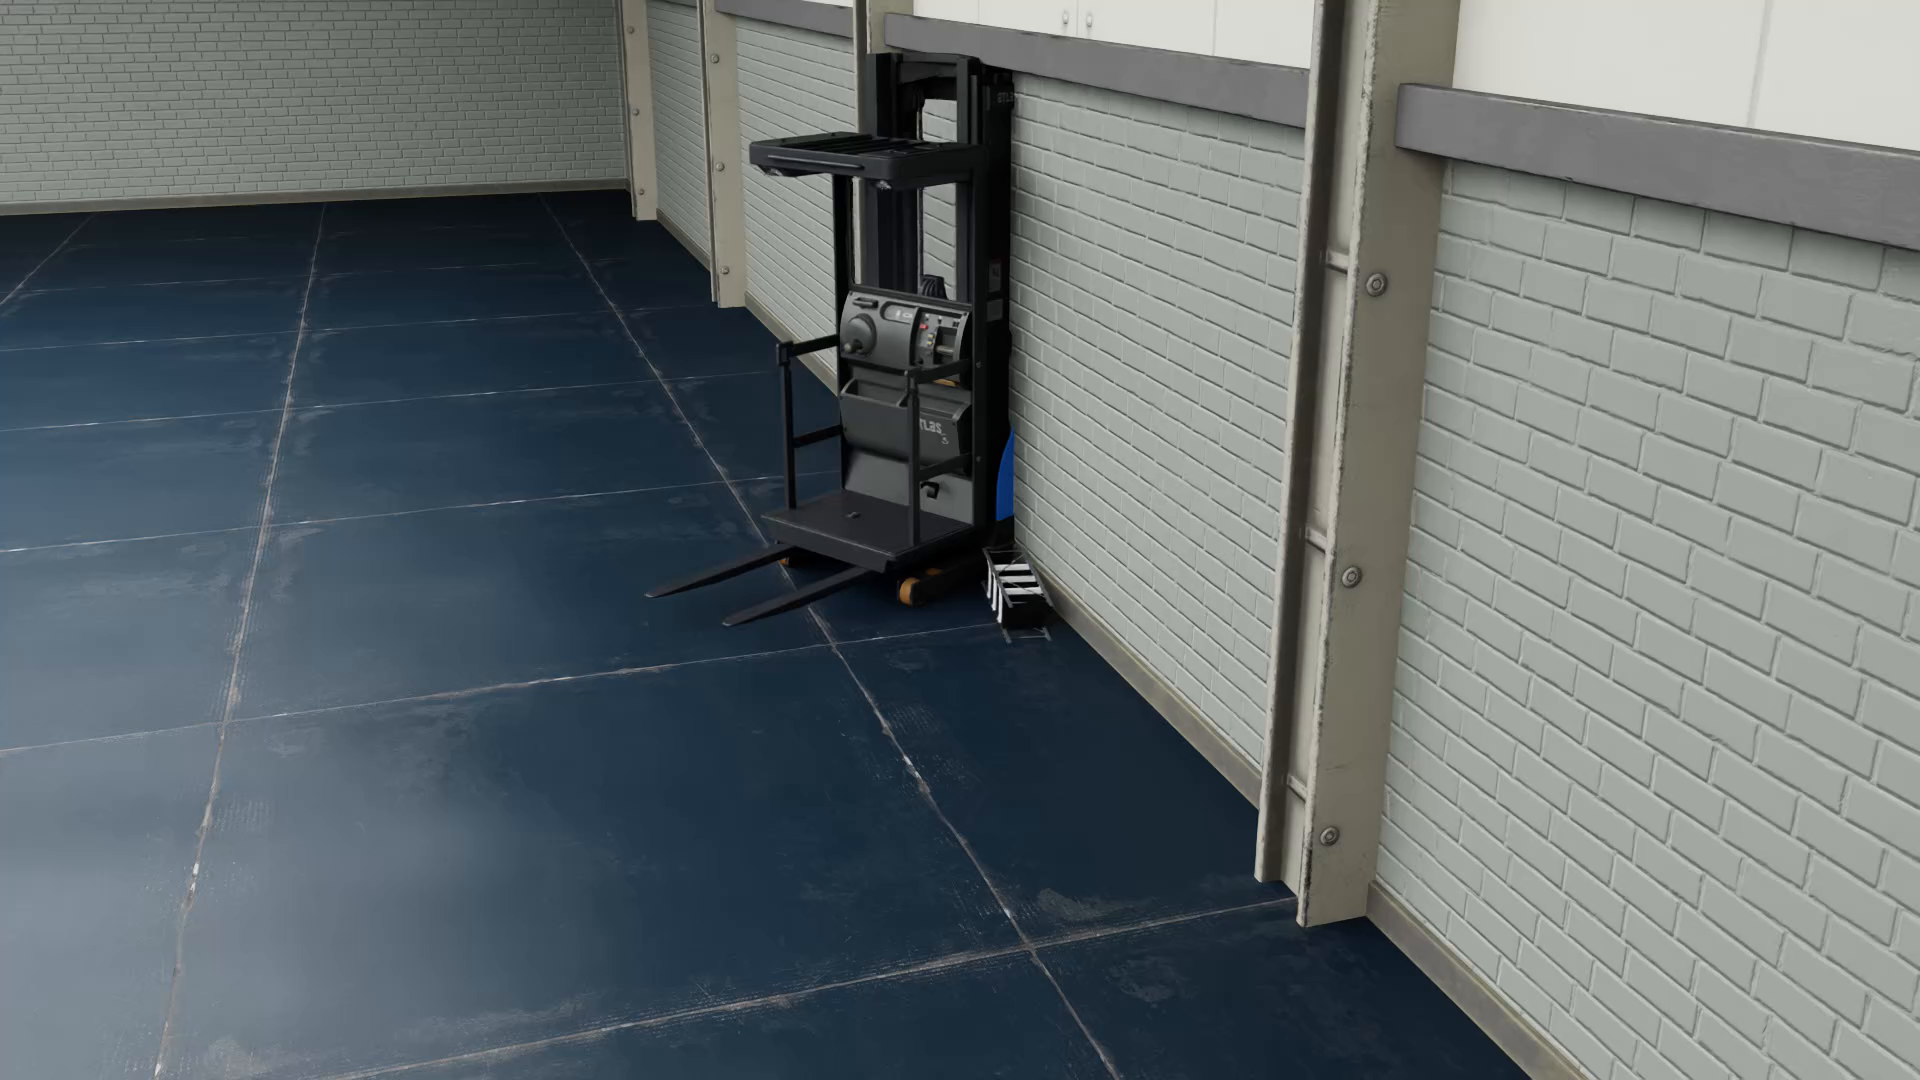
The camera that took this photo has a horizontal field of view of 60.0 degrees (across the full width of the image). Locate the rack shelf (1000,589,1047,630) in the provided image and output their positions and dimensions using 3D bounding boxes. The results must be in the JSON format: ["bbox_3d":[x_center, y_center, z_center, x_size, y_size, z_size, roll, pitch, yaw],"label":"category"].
[{"bbox_3d":[0.346,0.376,9.047,0.258,0.200,0.077,-2,20,-8],"label":"rack shelf"}]

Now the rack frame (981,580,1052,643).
[{"bbox_3d":[0.309,0.390,9.301,0.240,0.006,0.900,-2,20,-8],"label":"rack frame"}]

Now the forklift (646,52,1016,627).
[{"bbox_3d":[-0.459,-1.193,9.402,1.130,2.935,3.031,16,25,37],"label":"forklift"}]

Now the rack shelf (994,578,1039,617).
[{"bbox_3d":[0.319,0.314,9.214,0.258,0.200,0.077,-2,20,-8],"label":"rack shelf"}]

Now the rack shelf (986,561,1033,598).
[{"bbox_3d":[0.279,0.221,9.464,0.258,0.200,0.077,-2,20,-8],"label":"rack shelf"}]

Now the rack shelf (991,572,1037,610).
[{"bbox_3d":[0.306,0.283,9.297,0.258,0.200,0.077,-2,20,-8],"label":"rack shelf"}]

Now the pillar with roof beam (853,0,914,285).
[{"bbox_3d":[-4.586,-4.310,9.104,9.100,9.000,0.400,-6,21,-17],"label":"pillar with roof beam"}]

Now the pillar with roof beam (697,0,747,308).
[{"bbox_3d":[-6.472,-6.236,14.465,9.100,9.000,0.400,-6,21,-17],"label":"pillar with roof beam"}]

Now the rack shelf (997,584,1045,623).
[{"bbox_3d":[0.333,0.345,9.130,0.258,0.200,0.077,-2,20,-8],"label":"rack shelf"}]

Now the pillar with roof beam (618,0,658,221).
[{"bbox_3d":[-8.358,-8.161,19.826,9.100,9.000,0.400,-6,21,-17],"label":"pillar with roof beam"}]

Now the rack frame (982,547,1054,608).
[{"bbox_3d":[0.313,0.199,9.232,0.240,0.006,0.900,-2,20,-8],"label":"rack frame"}]

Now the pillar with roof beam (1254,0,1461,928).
[{"bbox_3d":[-2.700,-2.385,3.744,9.100,9.000,0.400,-6,21,-17],"label":"pillar with roof beam"}]

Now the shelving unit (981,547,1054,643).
[{"bbox_3d":[0.311,0.295,9.266,0.258,0.210,0.900,-2,20,-8],"label":"shelving unit"}]

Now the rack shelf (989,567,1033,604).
[{"bbox_3d":[0.292,0.252,9.381,0.258,0.200,0.077,-2,20,-8],"label":"rack shelf"}]
